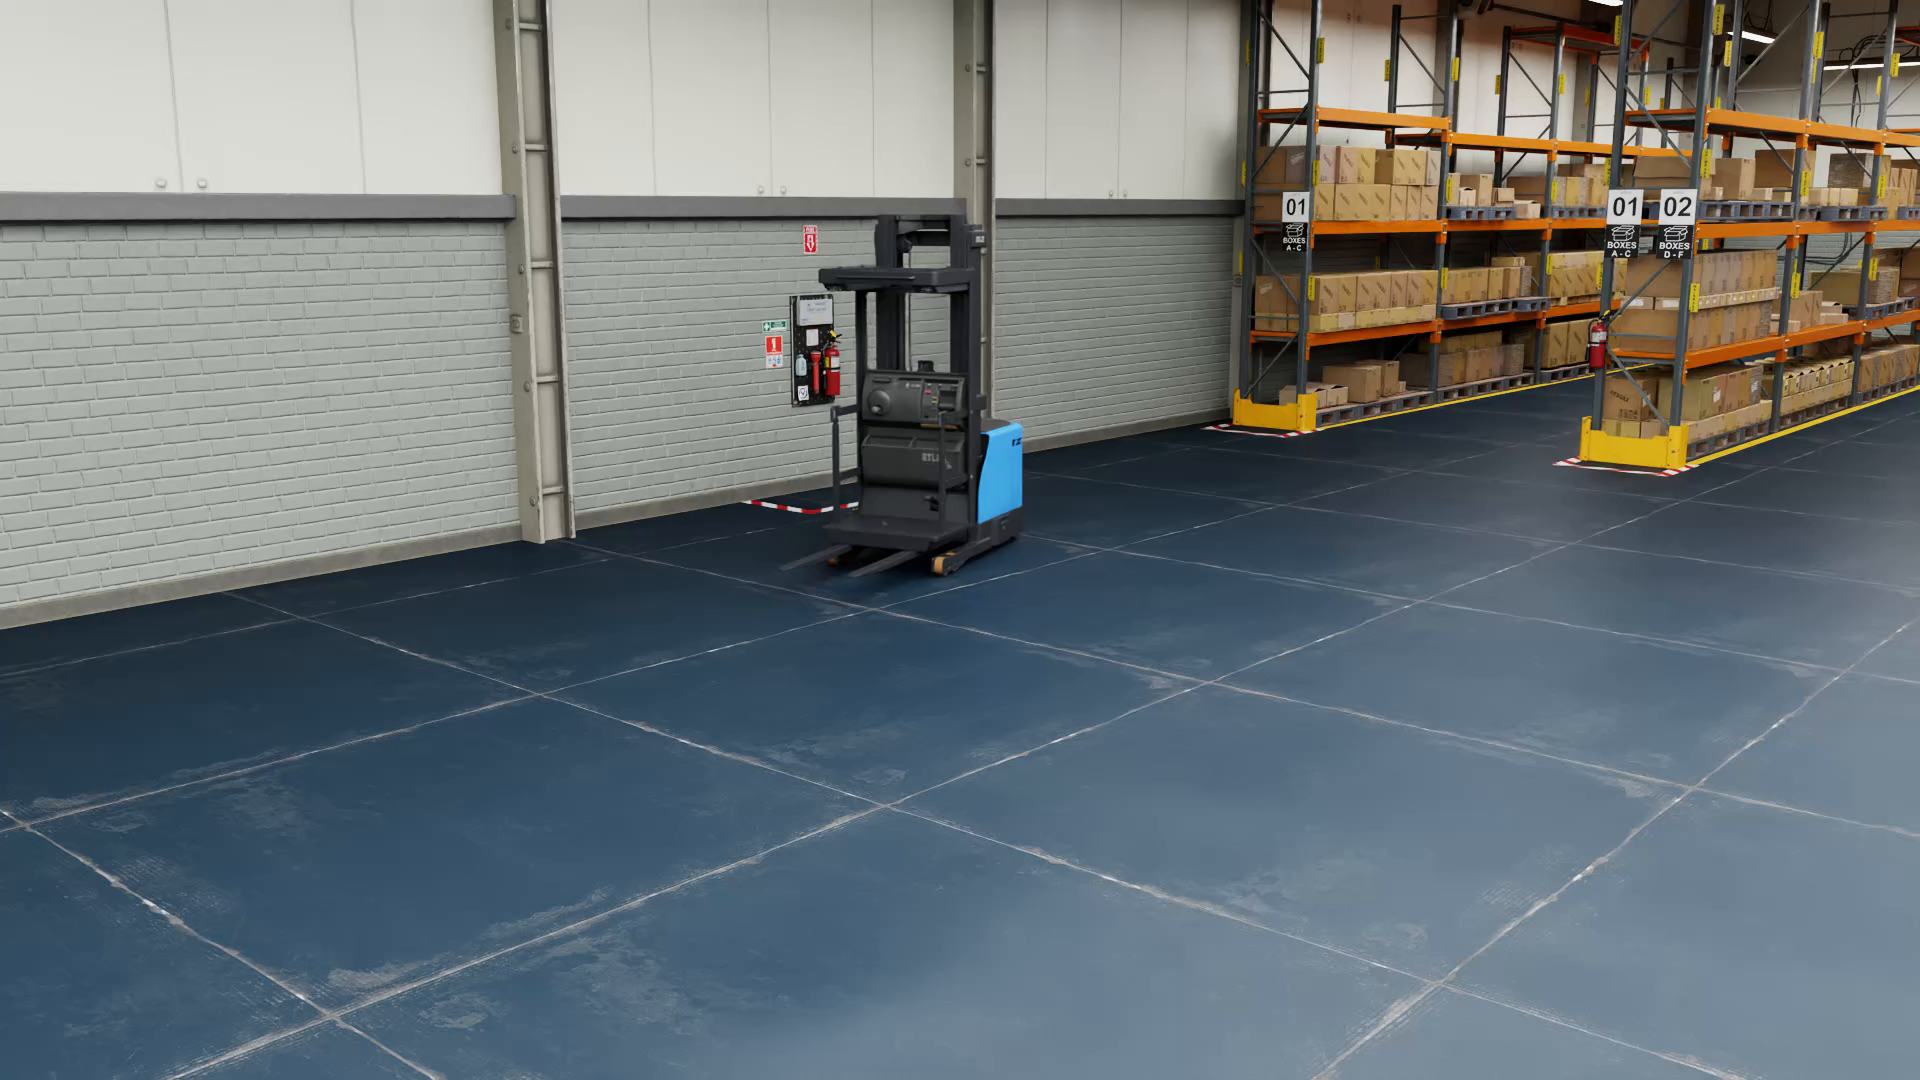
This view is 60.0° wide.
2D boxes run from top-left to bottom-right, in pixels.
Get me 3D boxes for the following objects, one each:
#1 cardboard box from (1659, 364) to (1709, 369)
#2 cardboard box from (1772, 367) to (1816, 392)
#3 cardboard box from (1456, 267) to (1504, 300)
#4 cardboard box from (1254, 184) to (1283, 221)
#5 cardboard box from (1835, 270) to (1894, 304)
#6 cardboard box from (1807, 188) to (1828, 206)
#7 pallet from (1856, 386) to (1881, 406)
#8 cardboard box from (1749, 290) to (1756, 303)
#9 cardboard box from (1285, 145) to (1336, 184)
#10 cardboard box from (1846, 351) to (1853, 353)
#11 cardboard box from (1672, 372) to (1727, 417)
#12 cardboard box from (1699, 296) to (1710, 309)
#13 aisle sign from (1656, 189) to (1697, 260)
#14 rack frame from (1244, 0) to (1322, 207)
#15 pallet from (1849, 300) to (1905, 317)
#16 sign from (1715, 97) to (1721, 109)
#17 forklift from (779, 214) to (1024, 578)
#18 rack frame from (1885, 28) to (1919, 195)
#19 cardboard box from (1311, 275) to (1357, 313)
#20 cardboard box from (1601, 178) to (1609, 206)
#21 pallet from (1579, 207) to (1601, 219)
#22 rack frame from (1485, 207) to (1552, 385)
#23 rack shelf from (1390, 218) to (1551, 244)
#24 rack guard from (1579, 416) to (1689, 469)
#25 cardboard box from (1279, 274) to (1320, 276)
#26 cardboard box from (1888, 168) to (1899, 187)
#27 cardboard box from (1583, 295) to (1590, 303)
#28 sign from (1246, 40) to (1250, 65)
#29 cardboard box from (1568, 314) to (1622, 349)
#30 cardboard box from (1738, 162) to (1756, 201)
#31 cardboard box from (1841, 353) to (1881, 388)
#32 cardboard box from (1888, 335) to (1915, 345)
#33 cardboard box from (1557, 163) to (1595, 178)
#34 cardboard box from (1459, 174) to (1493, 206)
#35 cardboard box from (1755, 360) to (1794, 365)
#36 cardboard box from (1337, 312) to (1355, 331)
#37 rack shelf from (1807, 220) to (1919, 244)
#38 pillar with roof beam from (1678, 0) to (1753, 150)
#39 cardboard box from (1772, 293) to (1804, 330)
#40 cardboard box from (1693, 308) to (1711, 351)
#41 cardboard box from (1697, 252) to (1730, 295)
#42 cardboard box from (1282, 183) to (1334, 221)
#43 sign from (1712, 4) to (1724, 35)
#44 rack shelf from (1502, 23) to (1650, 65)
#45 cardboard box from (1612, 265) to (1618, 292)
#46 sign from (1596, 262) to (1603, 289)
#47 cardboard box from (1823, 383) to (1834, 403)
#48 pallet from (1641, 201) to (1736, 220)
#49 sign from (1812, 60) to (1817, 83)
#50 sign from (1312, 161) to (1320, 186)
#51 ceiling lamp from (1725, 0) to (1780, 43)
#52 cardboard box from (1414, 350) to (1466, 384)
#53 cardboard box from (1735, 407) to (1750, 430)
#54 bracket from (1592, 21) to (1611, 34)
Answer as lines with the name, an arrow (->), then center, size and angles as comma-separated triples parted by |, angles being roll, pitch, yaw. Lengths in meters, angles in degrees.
cardboard box -> 9.478, -2.036, 21.821 | 0.500, 0.500, 0.500 | 10, 15, 40
cardboard box -> 11.814, -2.297, 23.606 | 0.500, 0.311, 0.500 | 9, 14, 38
cardboard box -> 8.488, -4.223, 27.355 | 0.700, 0.500, 0.500 | 10, 15, 40
cardboard box -> 4.400, -4.661, 22.965 | 0.500, 0.500, 0.500 | -11, 16, -43
cardboard box -> 14.398, -4.047, 26.525 | 0.500, 0.500, 0.700 | -9, 14, -37
cardboard box -> 11.987, -4.863, 23.591 | 0.500, 0.250, 0.500 | 8, 14, 36
pallet -> 13.841, -2.312, 26.287 | 1.003, 0.211, 1.213 | 10, 15, 40
cardboard box -> 9.988, -3.136, 21.381 | 0.380, 0.149, 0.250 | 10, 15, 40
cardboard box -> 4.752, -5.083, 22.523 | 0.500, 0.500, 0.500 | 8, 14, 36
cardboard box -> 14.102, -2.809, 26.912 | 0.500, 0.500, 0.500 | 9, 14, 38
cardboard box -> 9.209, -1.822, 20.747 | 0.500, 0.500, 0.500 | 10, 15, 40
cardboard box -> 8.797, -2.870, 20.051 | 0.380, 0.149, 0.250 | 10, 15, 41
aisle sign -> 8.225, -3.623, 19.094 | 0.394, 0.787, 0.004 | 10, 15, 40
rack frame -> 4.315, -5.979, 22.212 | 1.000, 3.000, 0.127 | 10, 15, 40
pallet -> 14.600, -3.767, 26.943 | 1.003, 0.211, 1.213 | 10, 15, 40
sign -> 15.275, -8.758, 33.537 | 0.100, 0.325, 0.005 | 10, 15, 40
forklift -> -0.487, -1.234, 13.944 | 1.130, 2.935, 3.031 | 5, 12, 24
rack frame -> 15.960, -7.105, 27.847 | 1.000, 3.000, 0.127 | 10, 15, 40
cardboard box -> 5.190, -3.444, 23.253 | 0.500, 0.500, 0.500 | 10, 15, 41
cardboard box -> 11.573, -6.423, 30.715 | 0.700, 0.500, 0.500 | 9, 14, 37
pallet -> 10.717, -5.859, 29.751 | 1.003, 0.211, 1.213 | 11, 16, 43
rack frame -> 9.596, -4.214, 28.692 | 1.000, 3.000, 0.127 | 10, 15, 40
rack shelf -> 8.276, -5.038, 26.996 | 1.077, 0.370, 4.000 | 10, 15, 40
rack guard -> 8.023, -1.168, 19.823 | 1.175, 0.500, 0.348 | 10, 15, 40
cardboard box -> 4.806, -3.511, 23.588 | 0.500, 0.500, 0.500 | 10, 15, 41
cardboard box -> 14.694, -5.677, 26.773 | 0.600, 0.600, 0.600 | 9, 14, 38
cardboard box -> 11.170, -4.384, 30.134 | 0.380, 0.149, 0.250 | 10, 15, 42
sign -> 3.912, -6.590, 22.479 | 0.100, 0.325, 0.005 | 10, 15, 40
cardboard box -> 11.905, -3.842, 31.245 | 0.750, 0.750, 0.750 | 10, 15, 41
cardboard box -> 10.149, -4.741, 21.983 | 0.500, 0.500, 0.500 | -11, 15, -43
cardboard box -> 14.176, -2.672, 26.230 | 0.500, 0.500, 0.500 | 9, 14, 38
cardboard box -> 17.196, -3.432, 30.024 | 0.797, 0.503, 0.637 | 10, 15, 40
cardboard box -> 11.204, -6.711, 30.239 | 0.500, 0.250, 0.500 | 9, 15, 39
cardboard box -> 8.191, -5.603, 26.661 | 0.500, 0.500, 0.500 | 9, 14, 38
cardboard box -> 12.074, -2.515, 24.699 | 0.500, 0.311, 0.500 | 9, 15, 39
cardboard box -> 5.208, -3.083, 23.358 | 0.500, 0.250, 0.500 | 9, 15, 39
rack shelf -> 14.640, -4.987, 26.738 | 1.077, 0.370, 4.000 | 10, 15, 40
pillar with roof beam -> 19.243, -8.286, 33.760 | 9.100, 9.000, 0.548 | 10, 15, 40
cardboard box -> 11.546, -3.223, 23.475 | 0.500, 0.500, 0.500 | -11, 16, -43
cardboard box -> 8.700, -2.592, 20.311 | 0.700, 0.500, 0.500 | 10, 15, 42
cardboard box -> 9.067, -3.310, 20.596 | 0.700, 0.500, 0.500 | 10, 15, 41
cardboard box -> 4.724, -4.584, 22.578 | 0.500, 0.500, 0.500 | 10, 15, 42
sign -> 8.451, -5.802, 18.537 | 0.100, 0.325, 0.005 | 10, 15, 40
rack shelf -> 10.916, -8.728, 29.323 | 1.077, 0.370, 4.000 | 10, 15, 40
cardboard box -> 11.792, -4.831, 30.713 | 0.500, 0.500, 0.500 | 10, 15, 41
sign -> 7.640, -3.154, 19.820 | 0.100, 0.325, 0.005 | 10, 15, 40
cardboard box -> 12.484, -2.173, 24.421 | 0.500, 0.250, 0.500 | 10, 15, 42
pallet -> 8.525, -3.926, 19.814 | 1.003, 0.211, 1.213 | 10, 15, 40
sign -> 12.906, -7.082, 25.146 | 0.100, 0.325, 0.005 | 10, 15, 40
sign -> 4.723, -4.867, 22.069 | 0.100, 0.325, 0.005 | 10, 15, 40
ceiling lamp -> 13.793, -10.122, 28.049 | 0.800, 3.185, 2.000 | 10, 15, 40
cardboard box -> 7.732, -2.809, 26.914 | 0.700, 0.500, 0.500 | 9, 15, 39
cardboard box -> 9.881, -1.599, 21.547 | 0.500, 0.250, 0.500 | 10, 15, 40
bracket -> 12.041, -9.618, 31.239 | 0.235, 0.232, 0.430 | 10, 15, 40
